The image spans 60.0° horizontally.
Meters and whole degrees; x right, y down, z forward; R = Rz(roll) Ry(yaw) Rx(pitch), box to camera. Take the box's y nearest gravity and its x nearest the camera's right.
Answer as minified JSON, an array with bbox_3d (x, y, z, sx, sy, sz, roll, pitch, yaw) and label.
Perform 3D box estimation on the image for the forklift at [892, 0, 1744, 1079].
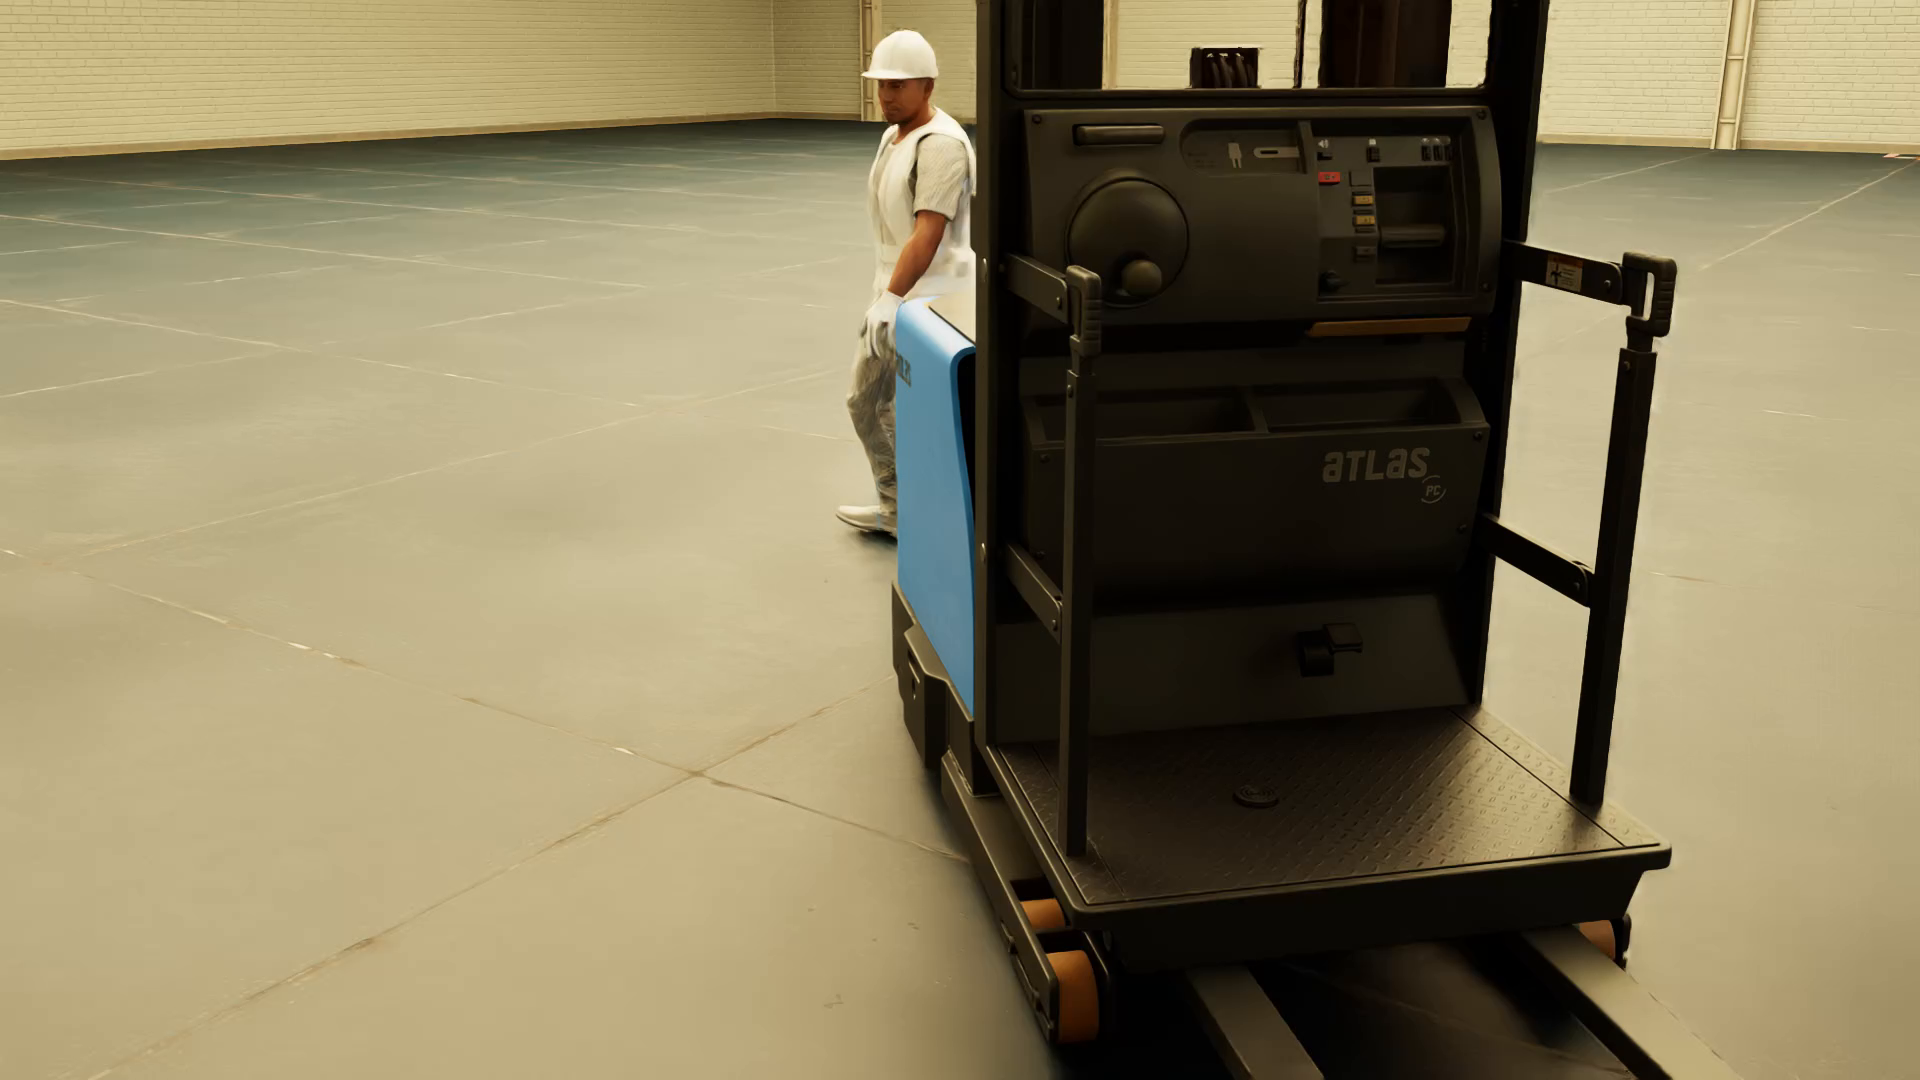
[{"bbox_3d":[0.622,-0.624,2.921,1.130,2.935,3.031,-3,17,-11],"label":"forklift"}]

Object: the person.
[{"bbox_3d":[-0.176,-0.813,5.644,0.514,1.752,0.698,-7,18,-21],"label":"person"}]
